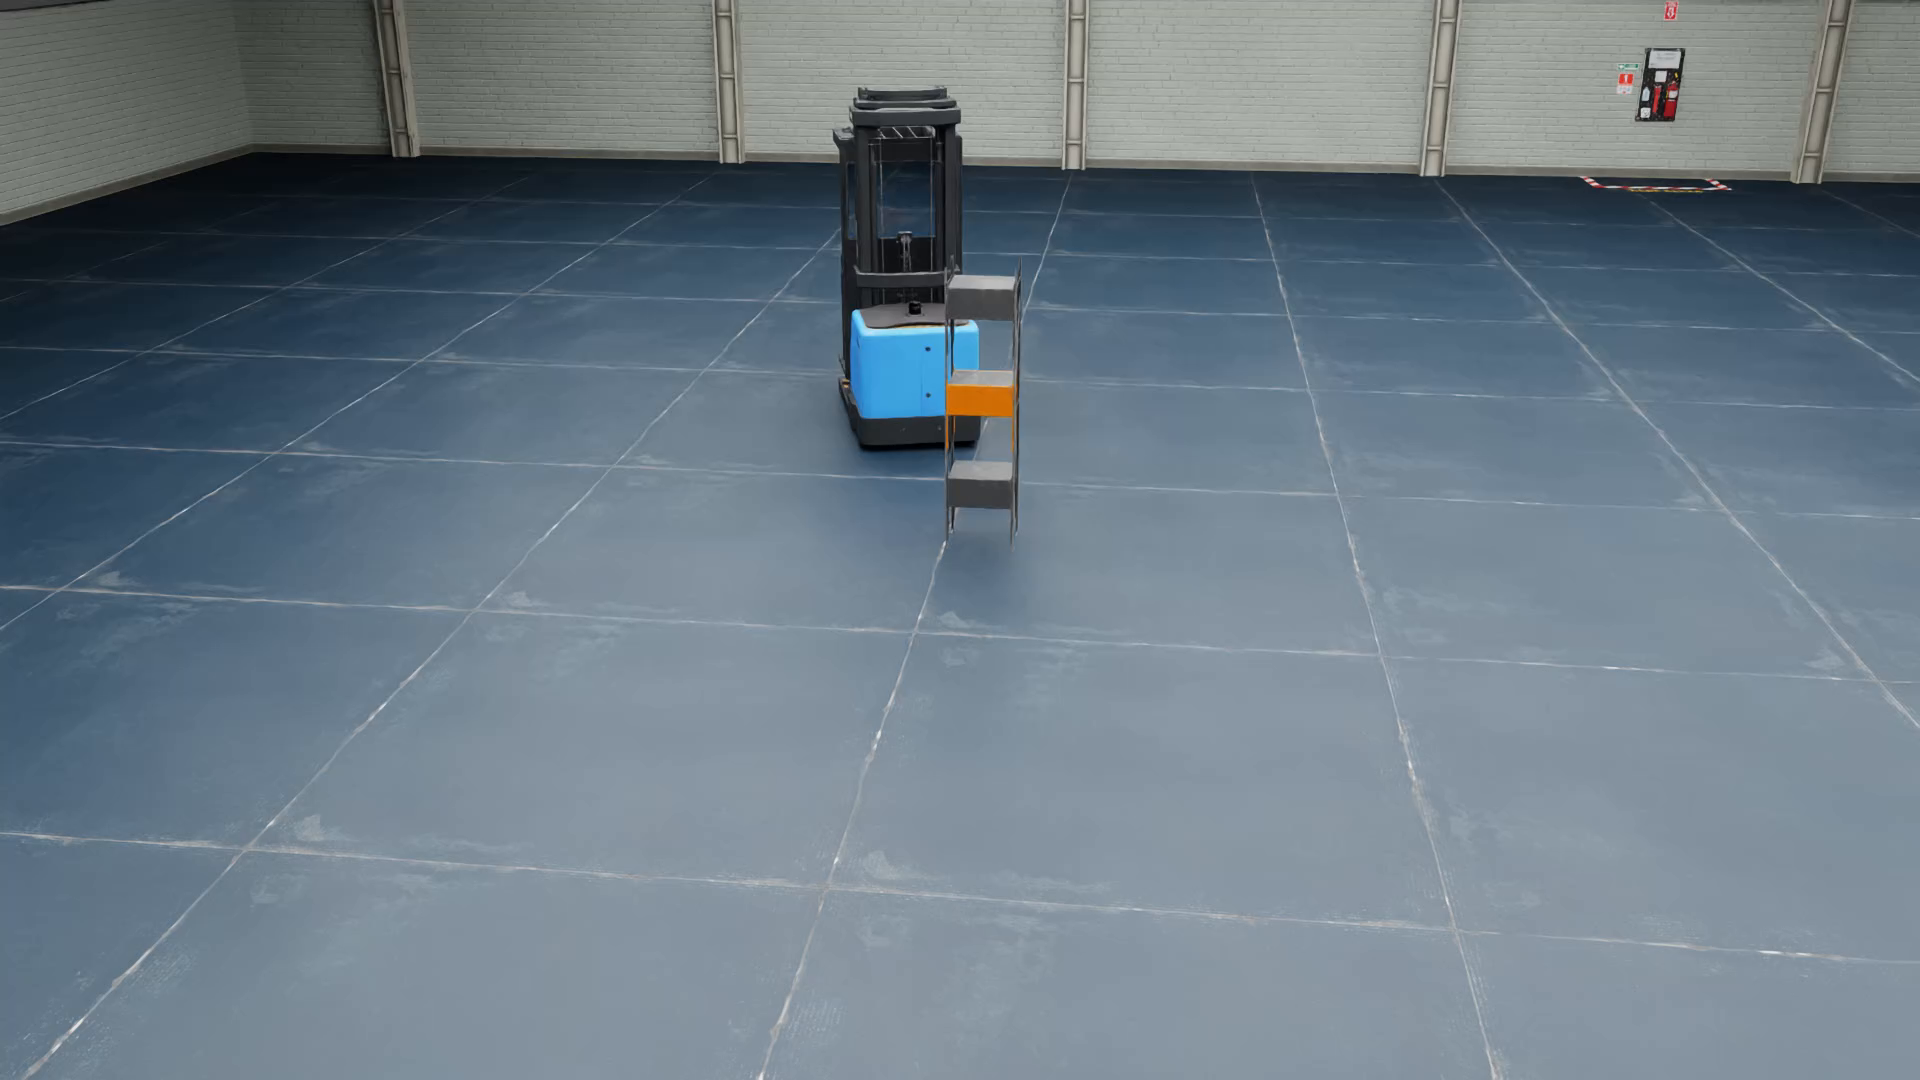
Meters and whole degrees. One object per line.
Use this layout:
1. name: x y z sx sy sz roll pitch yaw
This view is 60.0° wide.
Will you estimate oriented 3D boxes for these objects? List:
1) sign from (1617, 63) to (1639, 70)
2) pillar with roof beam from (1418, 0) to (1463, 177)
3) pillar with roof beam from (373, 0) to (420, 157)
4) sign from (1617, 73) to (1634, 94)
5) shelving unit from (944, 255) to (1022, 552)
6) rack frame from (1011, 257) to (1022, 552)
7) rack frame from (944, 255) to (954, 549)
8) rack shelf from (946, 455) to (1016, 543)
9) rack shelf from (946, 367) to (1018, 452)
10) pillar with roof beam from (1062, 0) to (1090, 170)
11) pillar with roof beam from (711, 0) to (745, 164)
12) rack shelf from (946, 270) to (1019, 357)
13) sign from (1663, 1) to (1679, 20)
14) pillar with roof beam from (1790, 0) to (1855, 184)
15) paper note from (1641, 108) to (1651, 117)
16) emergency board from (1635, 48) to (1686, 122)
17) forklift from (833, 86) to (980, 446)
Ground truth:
1. sign: 10.892 -7.714 27.102 0.331 0.109 0.001 2 22 6
2. pillar with roof beam: 7.410 -8.749 22.331 0.400 9.000 9.100 2 22 6
3. pillar with roof beam: -10.465 -9.528 24.301 0.400 9.000 9.100 2 22 6
4. sign: 10.888 -7.471 27.208 0.234 0.329 0.001 2 22 6
5. shelving unit: 0.164 -0.969 12.036 0.503 2.100 0.431 2 22 6
6. rack frame: 0.407 -0.959 12.009 0.015 2.100 0.400 2 22 6
7. rack frame: -0.078 -0.980 12.062 0.015 2.100 0.400 2 22 6
8. rack shelf: 0.164 -0.306 12.298 0.480 0.518 0.431 2 22 6
9. rack shelf: 0.164 -0.957 12.041 0.480 0.518 0.431 2 22 6
10. pillar with roof beam: 1.451 -9.009 22.988 0.400 9.000 9.100 2 22 6
11. pillar with roof beam: -4.507 -9.269 23.644 0.400 9.000 9.100 2 22 6
12. rack shelf: 0.164 -1.608 11.783 0.480 0.518 0.431 2 22 6
13. sign: 11.429 -8.507 26.725 0.199 0.298 0.001 2 22 6
14. pillar with roof beam: 13.368 -8.490 21.674 0.400 9.000 9.100 2 22 6
15. paper note: 11.257 -7.016 27.304 0.142 0.148 0.016 2 22 6
16. emergency board: 11.425 -7.393 27.059 0.643 1.169 0.194 2 22 6
17. forklift: -0.561 -2.682 15.237 1.130 2.935 3.031 -3 22 -8
